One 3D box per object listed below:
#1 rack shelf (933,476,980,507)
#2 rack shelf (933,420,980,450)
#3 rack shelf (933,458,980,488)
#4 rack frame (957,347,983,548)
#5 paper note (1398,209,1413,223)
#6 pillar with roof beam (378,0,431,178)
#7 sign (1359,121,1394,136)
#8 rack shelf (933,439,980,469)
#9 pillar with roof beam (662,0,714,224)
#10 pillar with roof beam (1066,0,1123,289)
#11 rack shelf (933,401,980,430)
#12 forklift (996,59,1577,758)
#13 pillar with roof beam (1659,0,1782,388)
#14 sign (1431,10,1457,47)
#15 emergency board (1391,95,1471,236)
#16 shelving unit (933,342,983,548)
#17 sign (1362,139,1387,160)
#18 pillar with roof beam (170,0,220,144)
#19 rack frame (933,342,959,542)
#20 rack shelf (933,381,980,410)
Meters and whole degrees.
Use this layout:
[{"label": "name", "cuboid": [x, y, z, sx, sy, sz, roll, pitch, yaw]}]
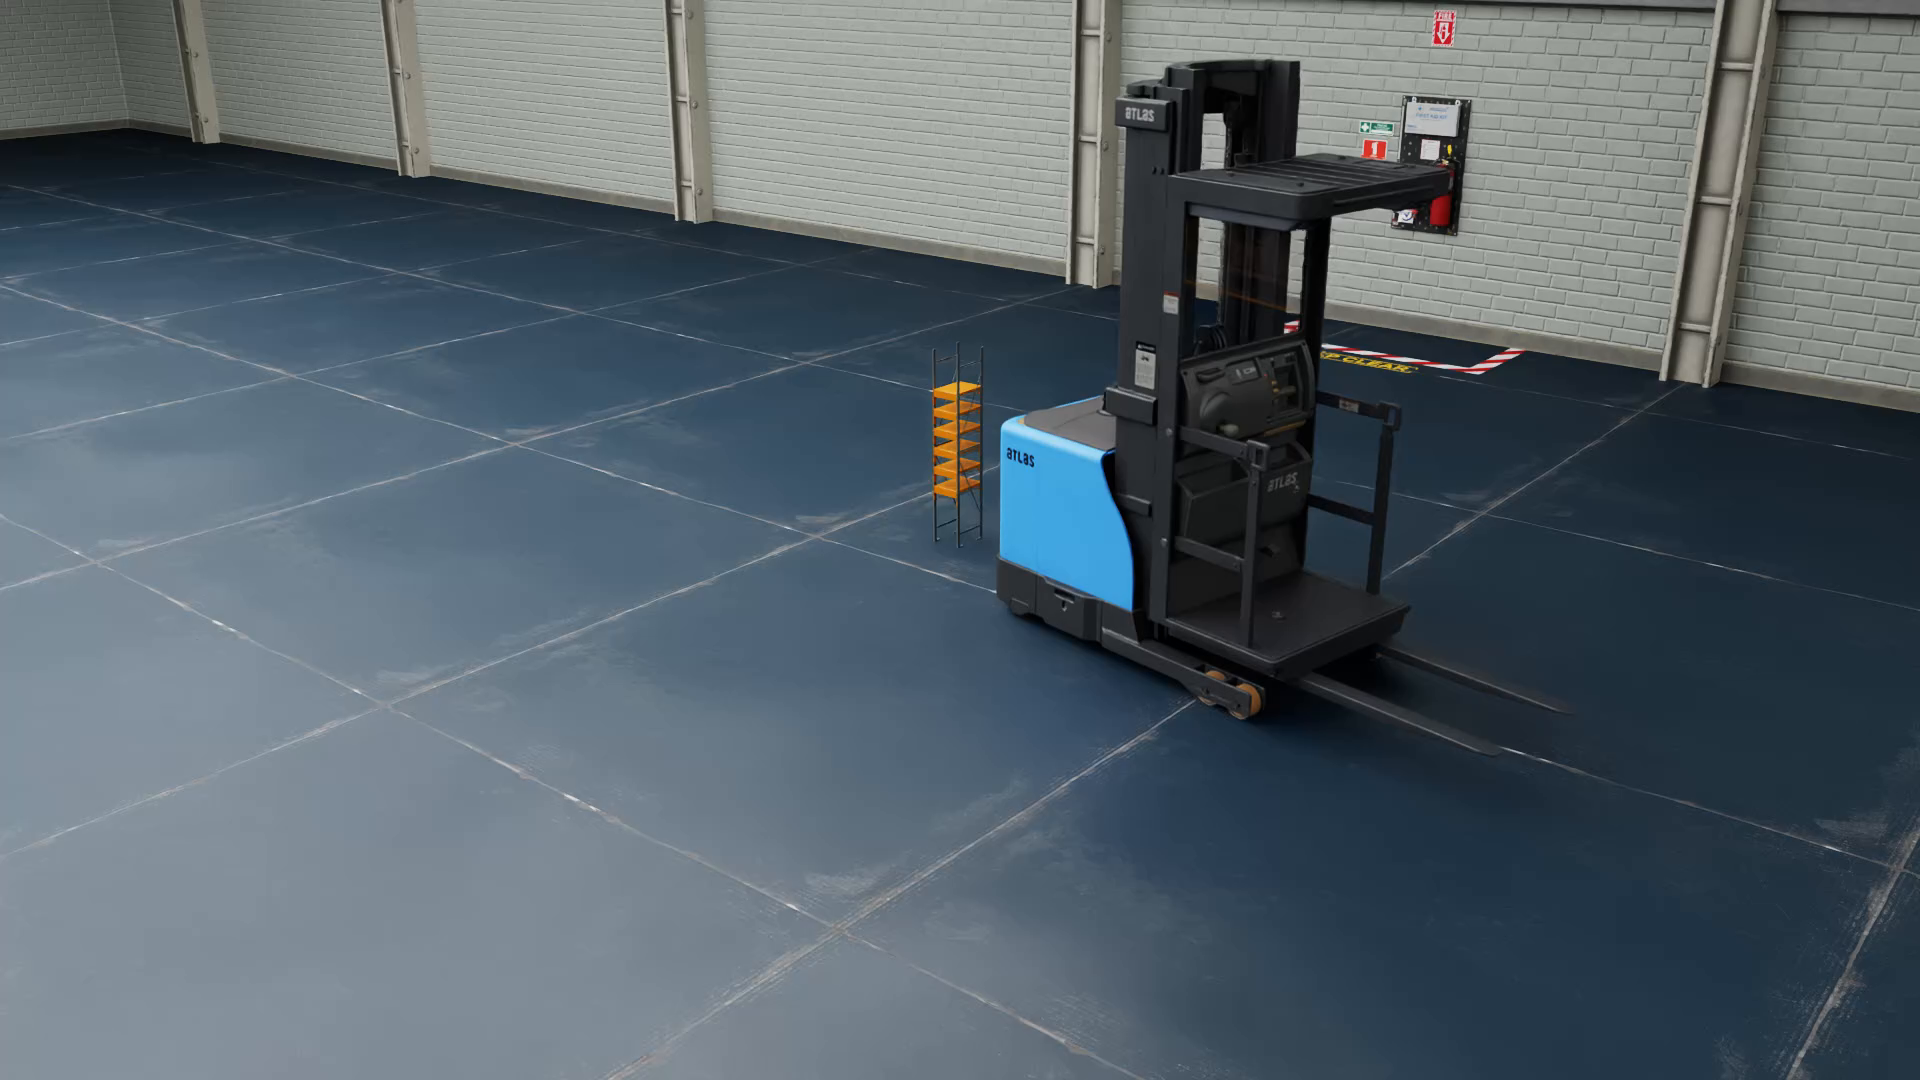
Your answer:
[{"label": "rack shelf", "cuboid": [-0.011, -0.298, 10.065, 0.180, 0.103, 0.258, 16, 26, 36]}, {"label": "rack shelf", "cuboid": [-0.011, -0.635, 9.938, 0.180, 0.103, 0.258, 16, 26, 36]}, {"label": "rack shelf", "cuboid": [-0.011, -0.411, 10.023, 0.180, 0.103, 0.258, 16, 26, 36]}, {"label": "rack frame", "cuboid": [0.060, -0.544, 9.911, 0.006, 1.200, 0.240, 16, 26, 36]}, {"label": "paper note", "cuboid": [4.005, -2.925, 14.921, 0.142, 0.148, 0.016, 16, 26, 36]}, {"label": "pillar with roof beam", "cuboid": [-10.678, -8.363, 19.591, 0.400, 9.000, 9.100, 16, 26, 36]}, {"label": "sign", "cuboid": [3.733, -3.691, 14.904, 0.331, 0.109, 0.001, 16, 26, 36]}, {"label": "rack shelf", "cuboid": [-0.011, -0.523, 9.981, 0.180, 0.103, 0.258, 16, 26, 36]}, {"label": "pillar with roof beam", "cuboid": [-6.030, -7.024, 16.041, 0.400, 9.000, 9.100, 16, 26, 36]}, {"label": "pillar with roof beam", "cuboid": [-1.382, -5.685, 12.492, 0.400, 9.000, 9.100, 16, 26, 36]}, {"label": "rack shelf", "cuboid": [-0.011, -0.748, 9.896, 0.180, 0.103, 0.258, 16, 26, 36]}, {"label": "forklift", "cuboid": [1.543, -0.720, 7.924, 1.130, 2.935, 3.031, -17, 26, -38]}, {"label": "pillar with roof beam", "cuboid": [3.267, -4.347, 8.942, 0.400, 9.000, 9.100, 16, 26, 36]}, {"label": "sign", "cuboid": [4.155, -4.392, 14.279, 0.199, 0.298, 0.001, 16, 26, 36]}, {"label": "emergency board", "cuboid": [4.098, -3.278, 14.611, 0.643, 1.169, 0.194, 16, 26, 36]}, {"label": "shelving unit", "cuboid": [-0.011, -0.565, 9.965, 0.189, 1.200, 0.258, 16, 26, 36]}, {"label": "sign", "cuboid": [3.735, -3.447, 15.006, 0.234, 0.329, 0.001, 16, 26, 36]}, {"label": "pillar with roof beam", "cuboid": [-15.327, -9.701, 23.141, 0.400, 9.000, 9.100, 16, 26, 36]}, {"label": "rack frame", "cuboid": [-0.082, -0.585, 10.019, 0.006, 1.200, 0.240, 16, 26, 36]}, {"label": "rack shelf", "cuboid": [-0.011, -0.860, 9.854, 0.180, 0.103, 0.258, 16, 26, 36]}]
